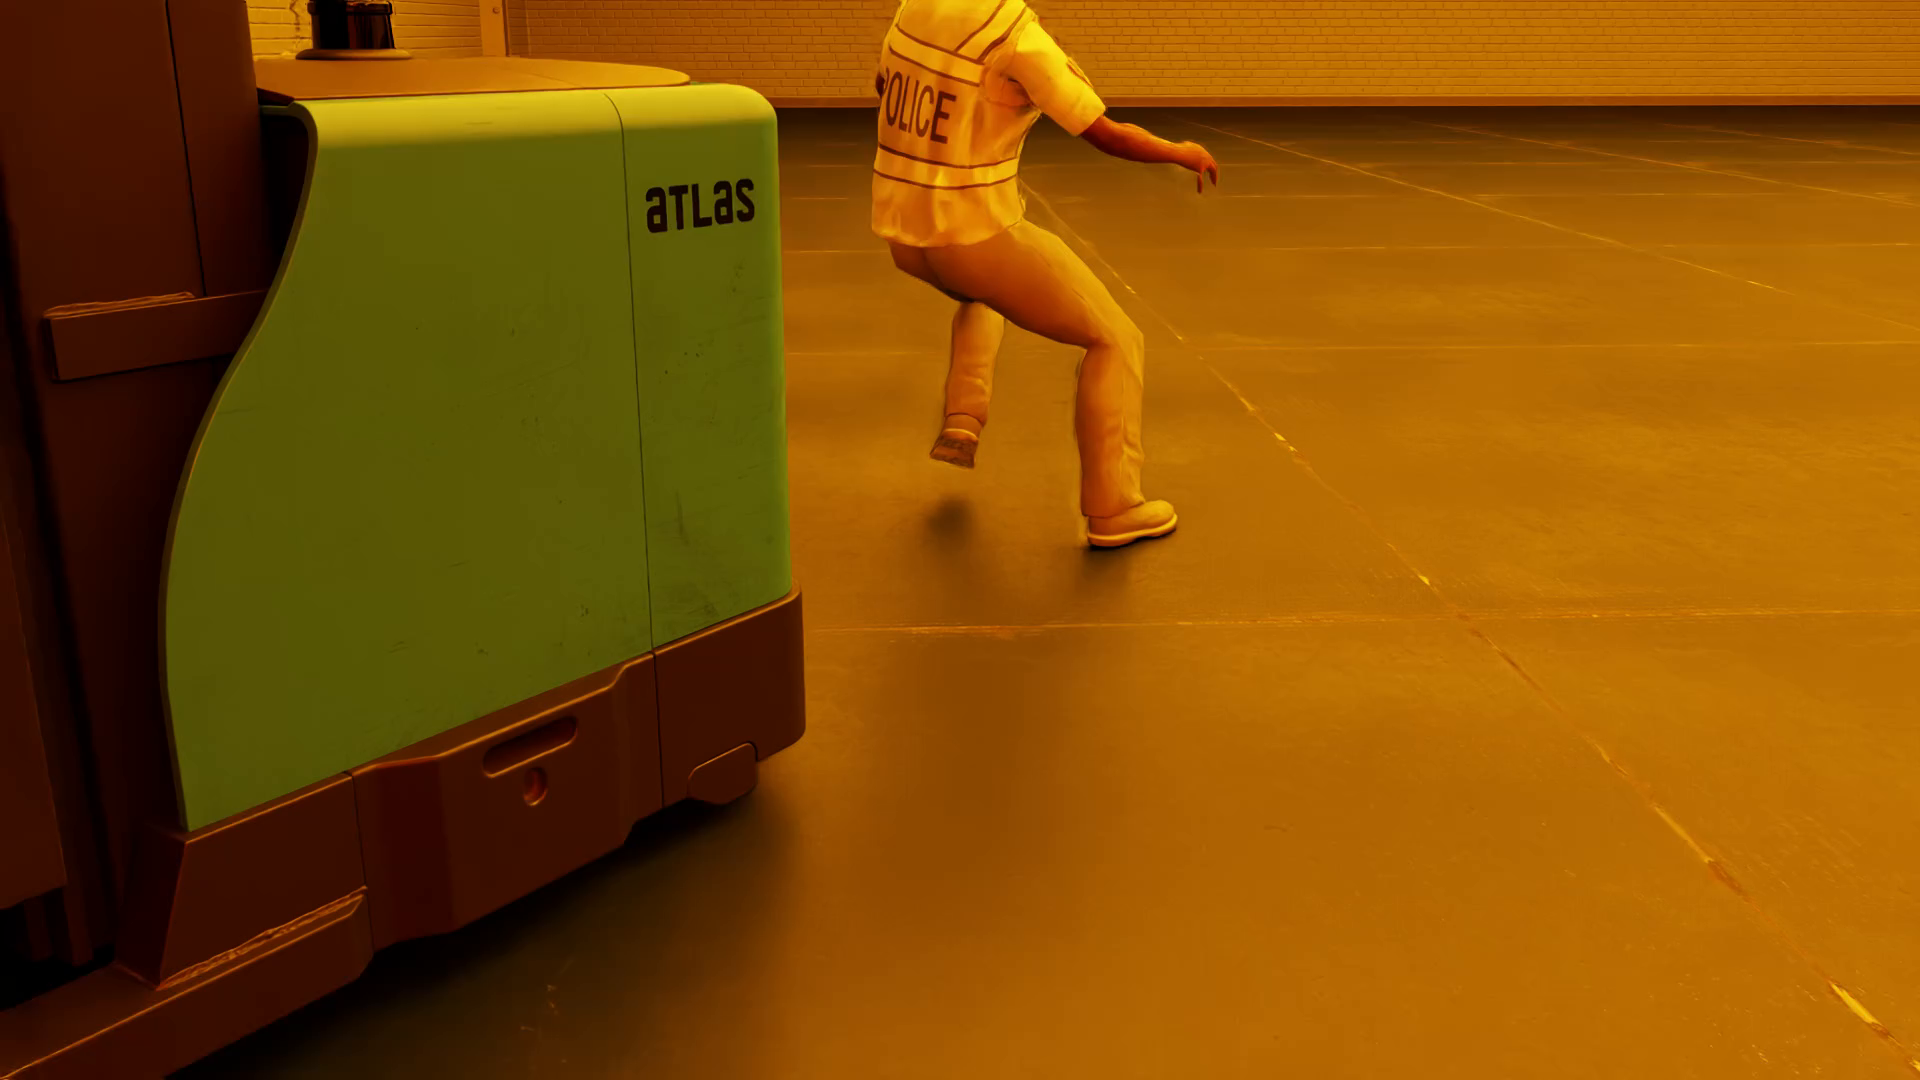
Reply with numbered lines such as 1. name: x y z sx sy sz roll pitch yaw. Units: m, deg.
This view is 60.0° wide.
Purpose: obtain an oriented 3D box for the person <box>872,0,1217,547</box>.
1. person: 0.166 -0.790 3.976 0.726 1.472 0.828 -14 22 -38

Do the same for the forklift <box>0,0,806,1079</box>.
1. forklift: -1.519 -0.765 1.407 1.130 2.935 3.031 12 21 34
